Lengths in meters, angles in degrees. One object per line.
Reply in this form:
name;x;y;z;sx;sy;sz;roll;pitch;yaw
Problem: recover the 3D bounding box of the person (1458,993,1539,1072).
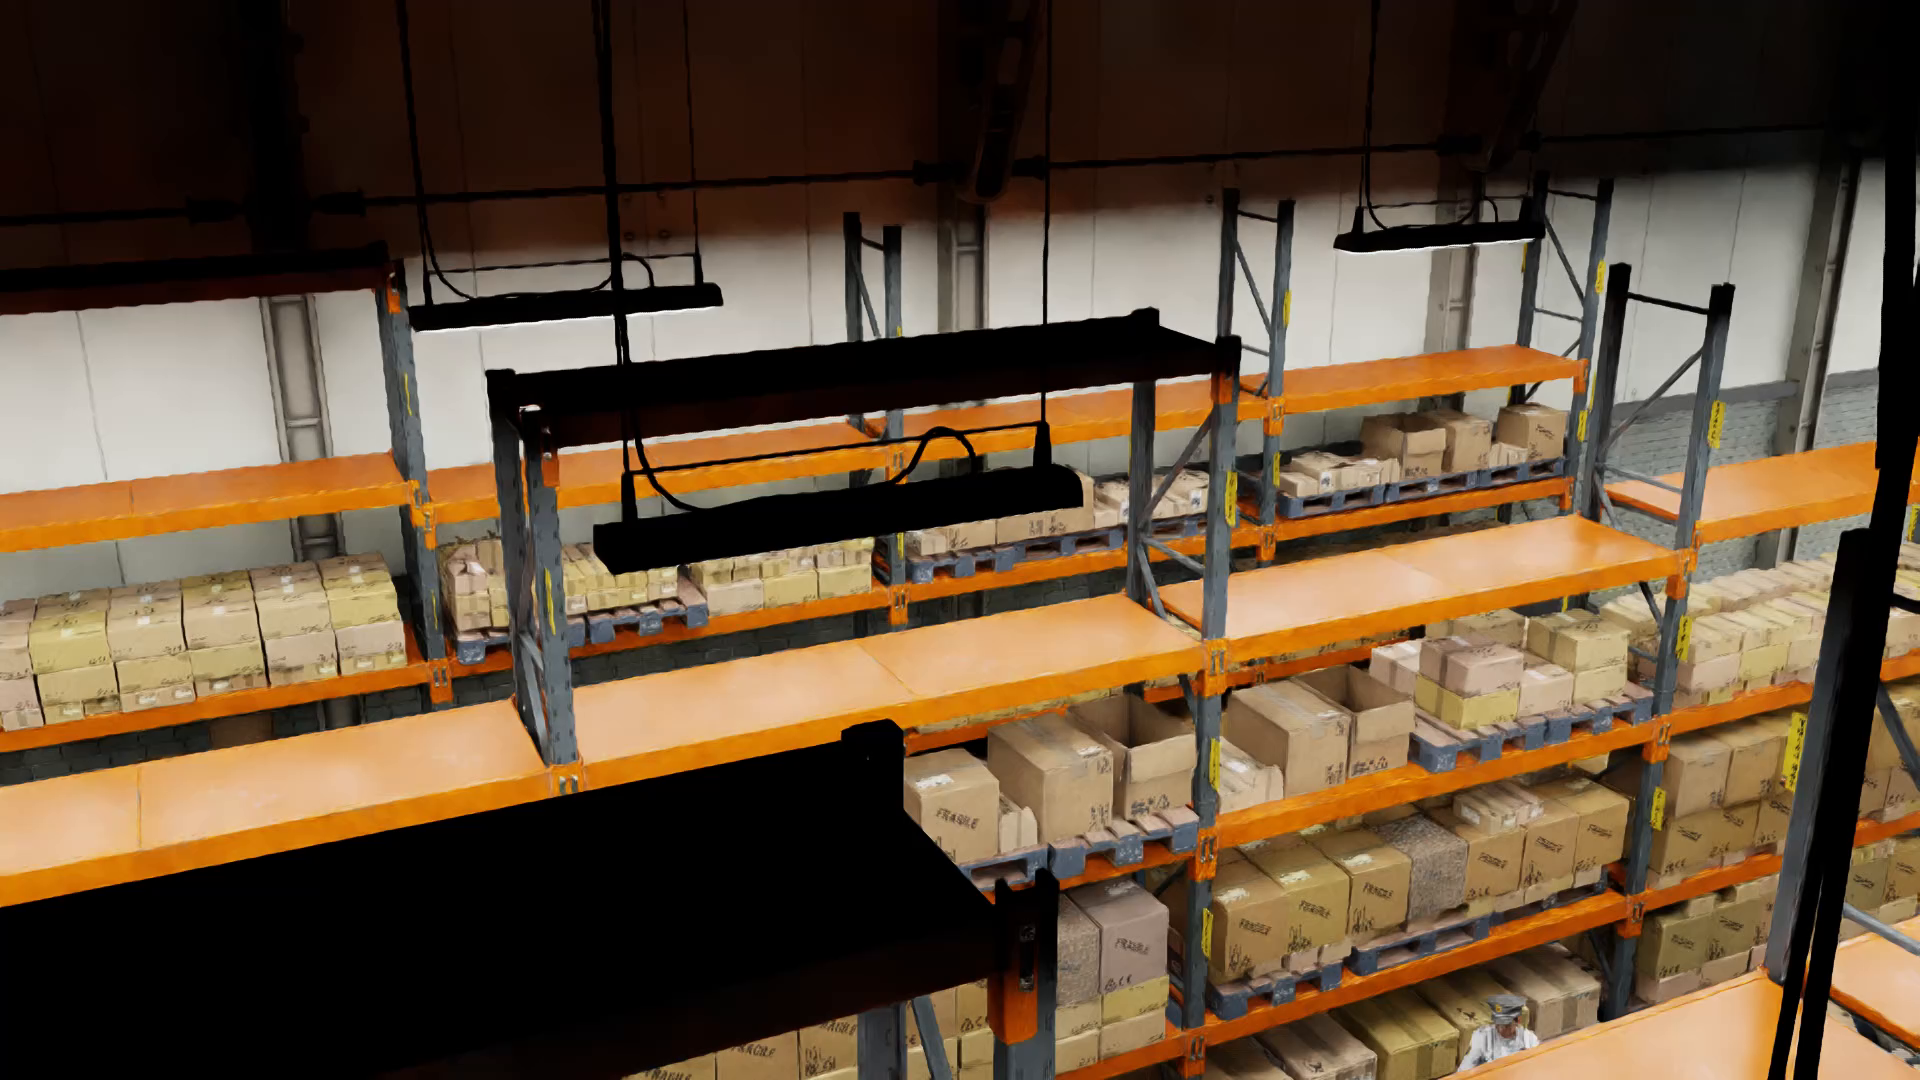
person;3.568;3.769;11.062;0.586;1.663;0.538;0;19;0
